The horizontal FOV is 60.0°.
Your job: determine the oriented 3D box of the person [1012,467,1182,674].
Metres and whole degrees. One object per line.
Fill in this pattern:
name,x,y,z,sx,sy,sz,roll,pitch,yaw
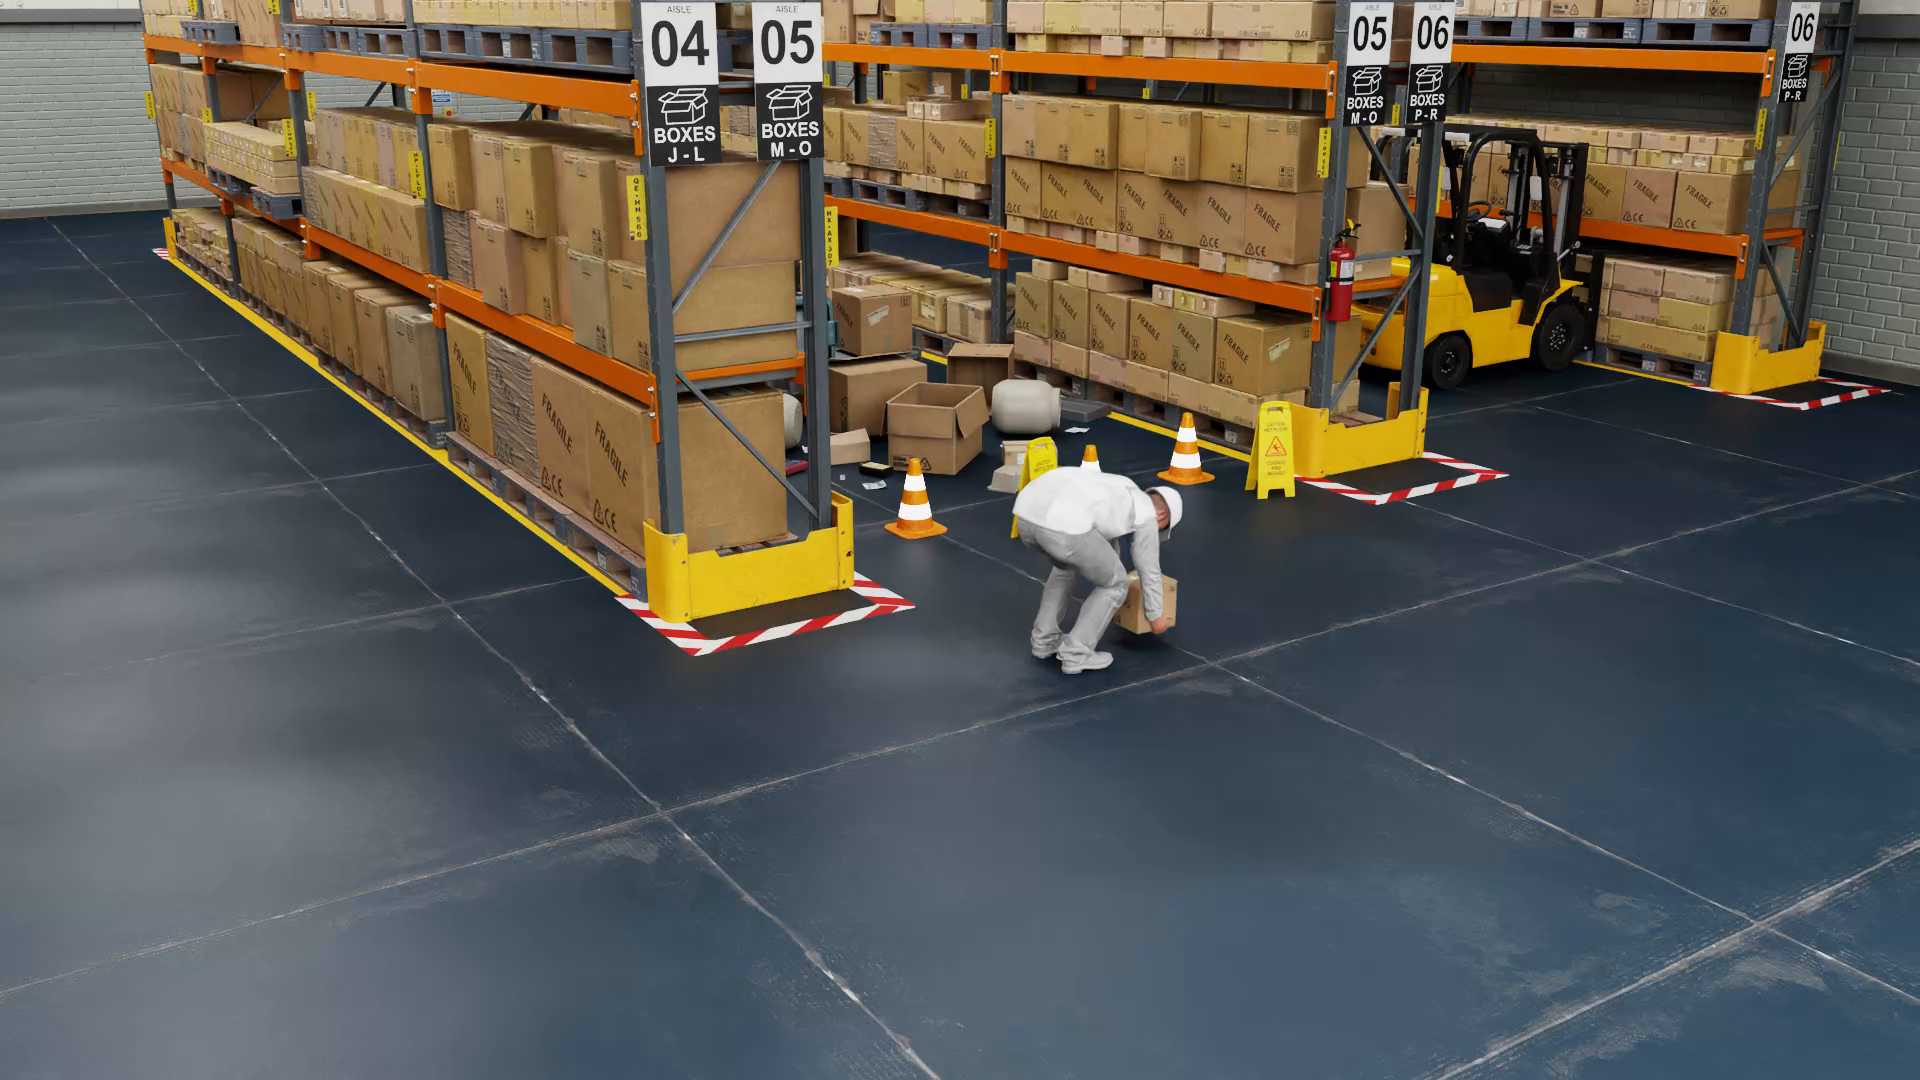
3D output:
person,0.728,0.093,8.453,1.001,1.015,0.503,-13,22,-34
